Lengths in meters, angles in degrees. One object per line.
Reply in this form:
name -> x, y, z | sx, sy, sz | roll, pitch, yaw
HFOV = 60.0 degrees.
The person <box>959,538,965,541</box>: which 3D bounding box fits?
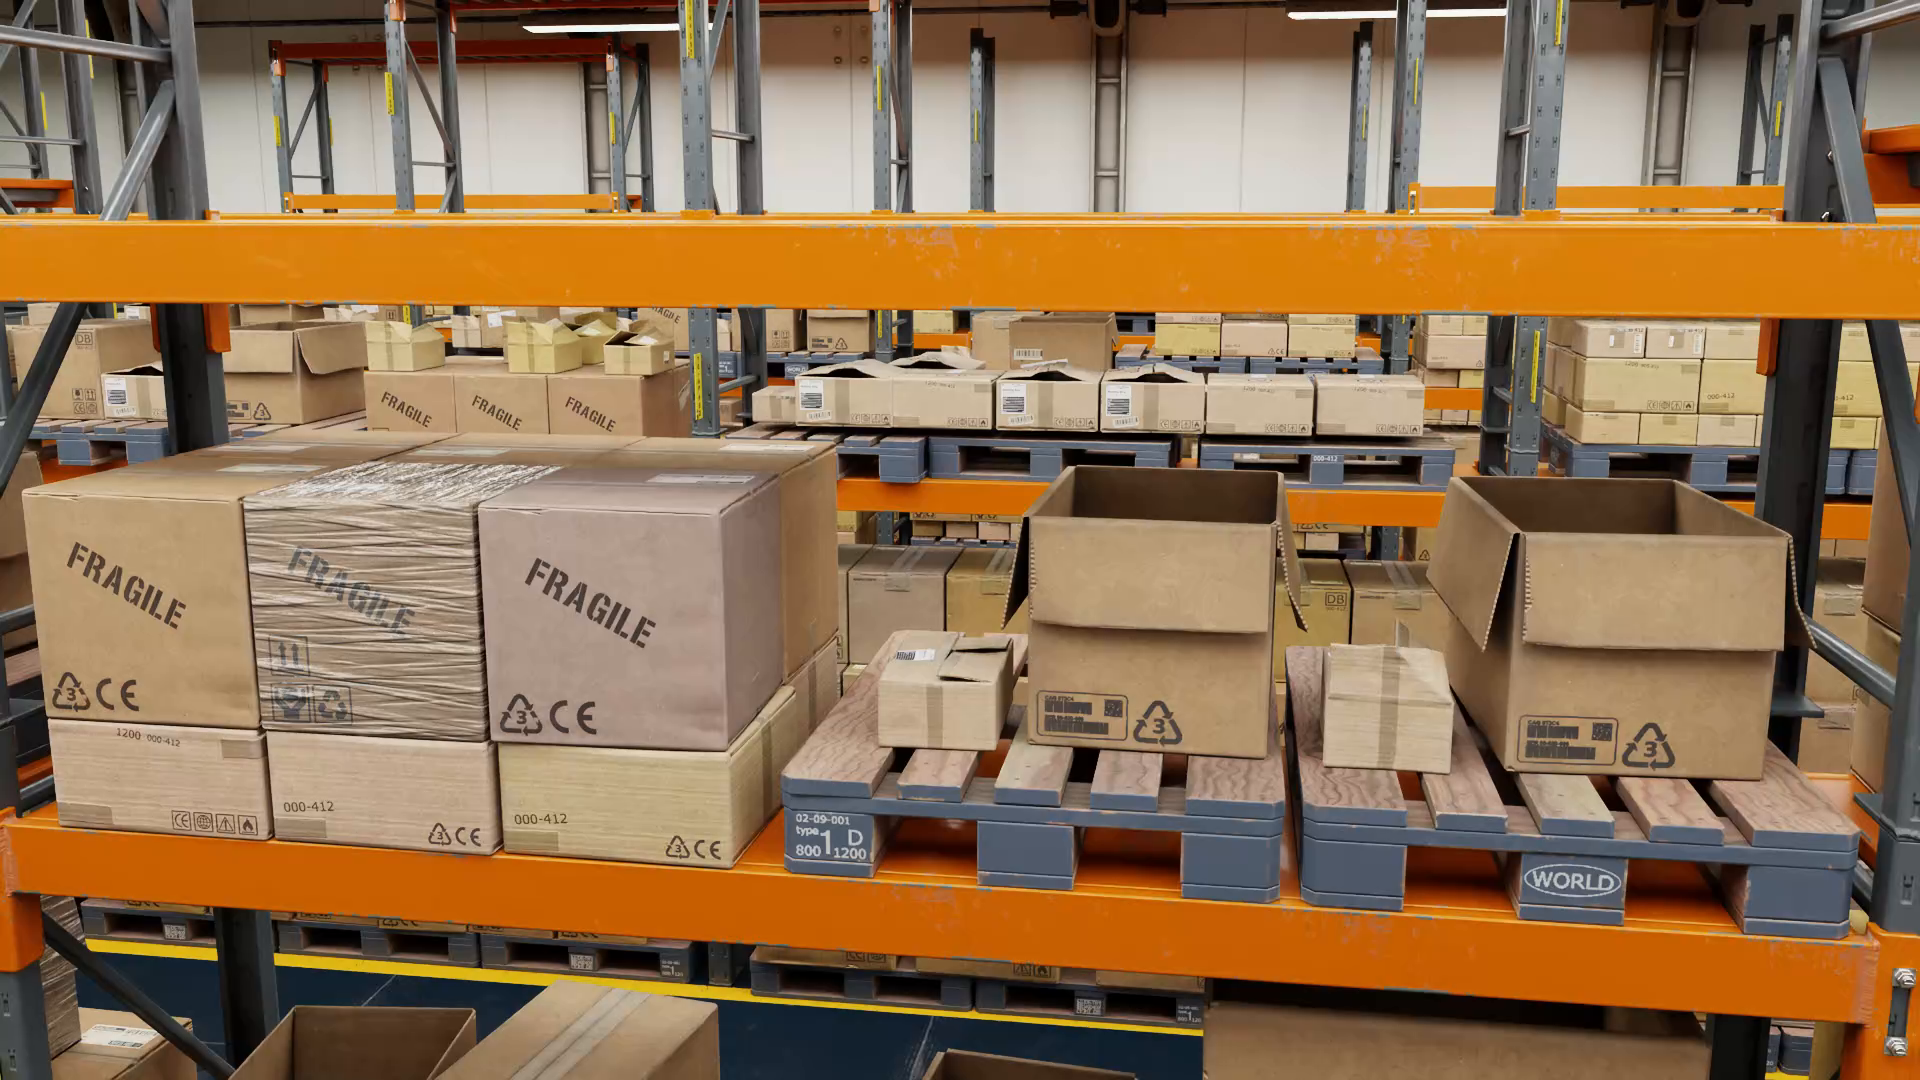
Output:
person -> -0.024, -0.109, 17.492 | 0.425, 1.659, 0.506 | 0, 11, 2
